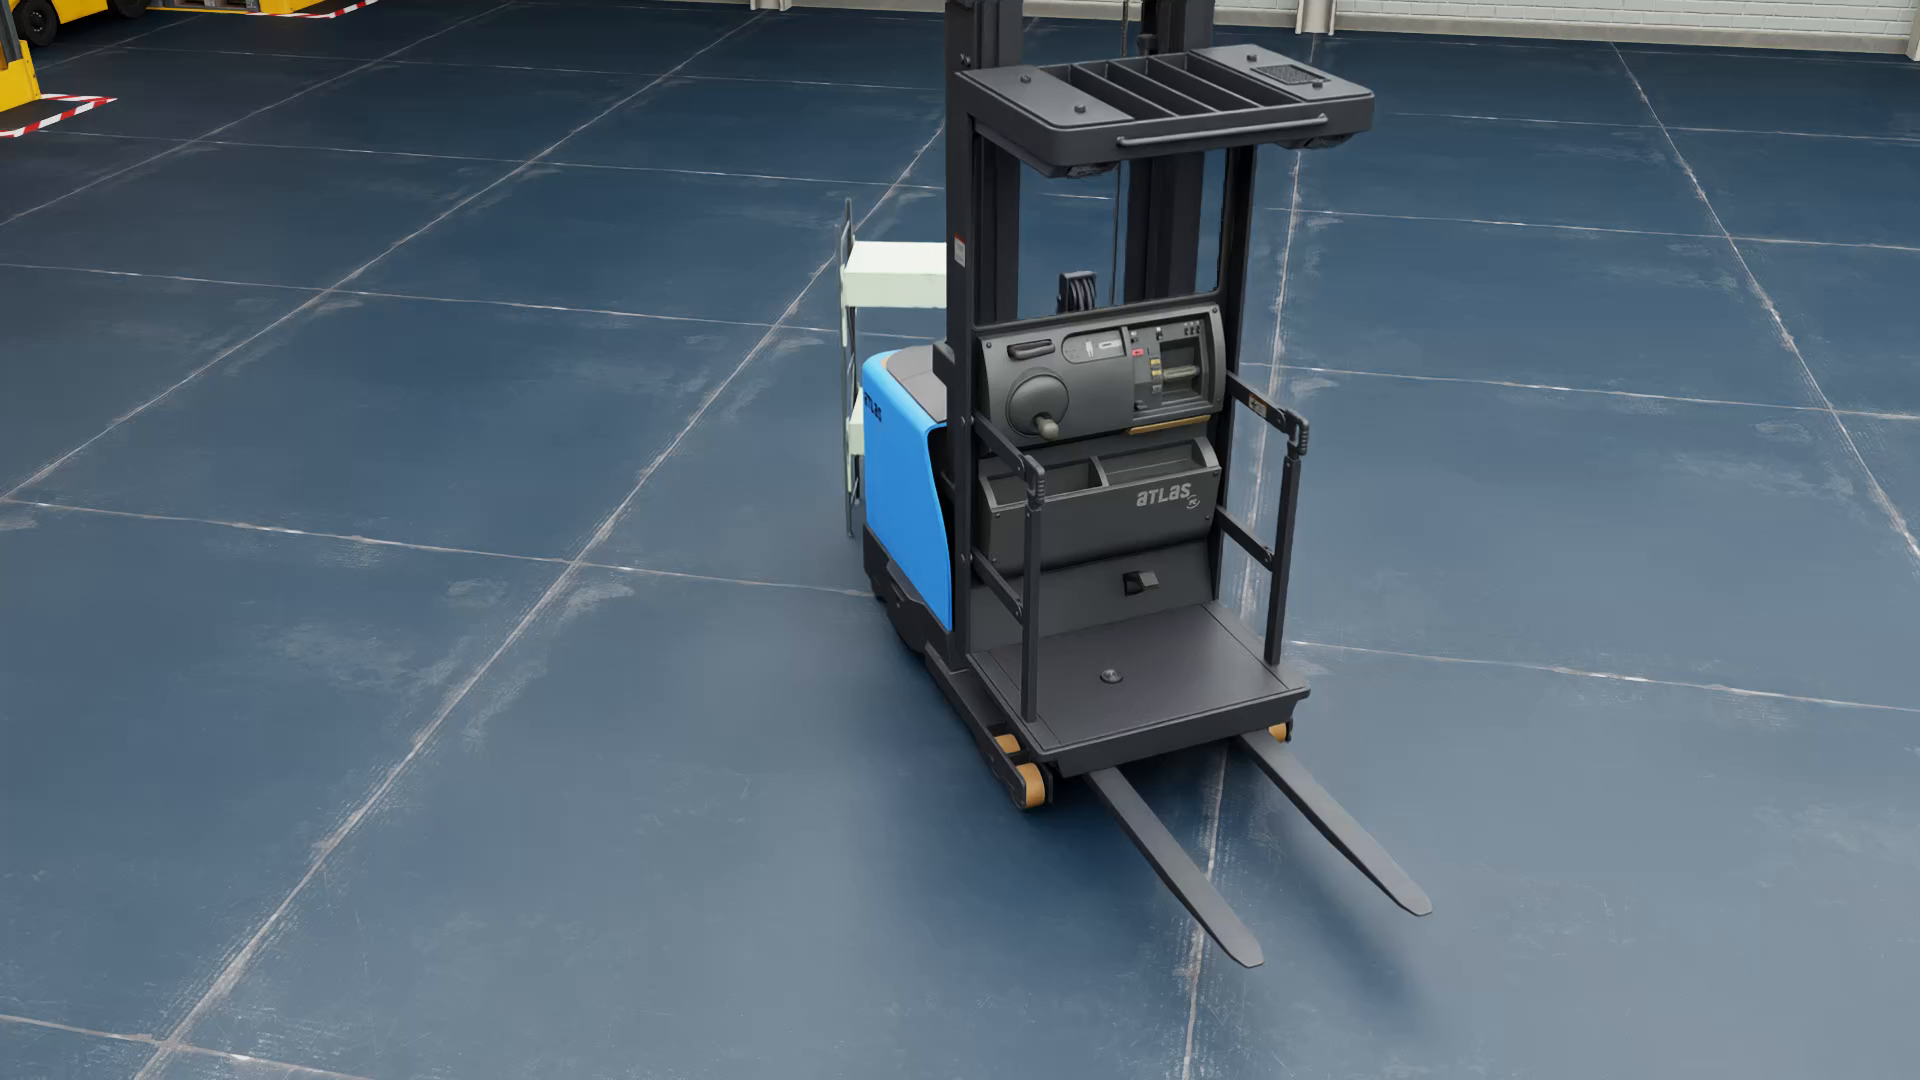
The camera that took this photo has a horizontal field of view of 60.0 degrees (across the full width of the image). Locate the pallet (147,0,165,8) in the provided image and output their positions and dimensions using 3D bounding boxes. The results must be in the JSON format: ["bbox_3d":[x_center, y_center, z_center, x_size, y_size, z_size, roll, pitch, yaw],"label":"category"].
[{"bbox_3d":[-9.439,-6.362,19.151,1.213,0.211,1.003,6,29,11],"label":"pallet"}]

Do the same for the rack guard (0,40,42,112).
[{"bbox_3d":[-8.600,-3.985,14.508,0.348,0.500,1.175,6,29,11],"label":"rack guard"}]

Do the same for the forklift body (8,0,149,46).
[{"bbox_3d":[-9.728,-6.366,17.138,1.214,2.155,2.313,6,29,11],"label":"forklift body"}]

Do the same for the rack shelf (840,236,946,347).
[{"bbox_3d":[-0.142,-1.102,7.388,0.720,0.370,0.431,2,29,3],"label":"rack shelf"}]

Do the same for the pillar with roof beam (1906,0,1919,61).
[{"bbox_3d":[8.719,-6.703,10.622,0.400,9.000,9.100,6,29,11],"label":"pillar with roof beam"}]

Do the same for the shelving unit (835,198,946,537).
[{"bbox_3d":[-0.142,-0.759,7.575,0.755,1.500,0.431,2,29,3],"label":"shelving unit"}]

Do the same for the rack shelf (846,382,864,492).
[{"bbox_3d":[-0.142,-0.473,7.731,0.720,0.370,0.431,2,29,3],"label":"rack shelf"}]

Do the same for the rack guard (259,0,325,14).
[{"bbox_3d":[-7.469,-6.306,18.748,0.348,0.500,1.175,6,29,11],"label":"rack guard"}]

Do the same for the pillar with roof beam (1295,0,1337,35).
[{"bbox_3d":[2.851,-7.304,11.721,0.400,9.000,9.100,6,29,11],"label":"pillar with roof beam"}]

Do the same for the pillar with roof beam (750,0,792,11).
[{"bbox_3d":[-3.017,-7.906,12.820,0.400,9.000,9.100,6,29,11],"label":"pillar with roof beam"}]

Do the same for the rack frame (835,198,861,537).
[{"bbox_3d":[-0.508,-0.770,7.594,0.023,1.500,0.400,2,29,3],"label":"rack frame"}]

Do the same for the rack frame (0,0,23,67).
[{"bbox_3d":[-8.526,-5.073,13.894,0.127,3.000,1.000,6,29,11],"label":"rack frame"}]

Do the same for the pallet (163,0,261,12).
[{"bbox_3d":[-8.249,-6.239,18.926,1.213,0.211,1.003,6,29,11],"label":"pallet"}]

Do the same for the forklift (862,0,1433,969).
[{"bbox_3d":[0.598,-0.549,5.700,1.130,2.935,3.031,-11,31,-19],"label":"forklift"}]
